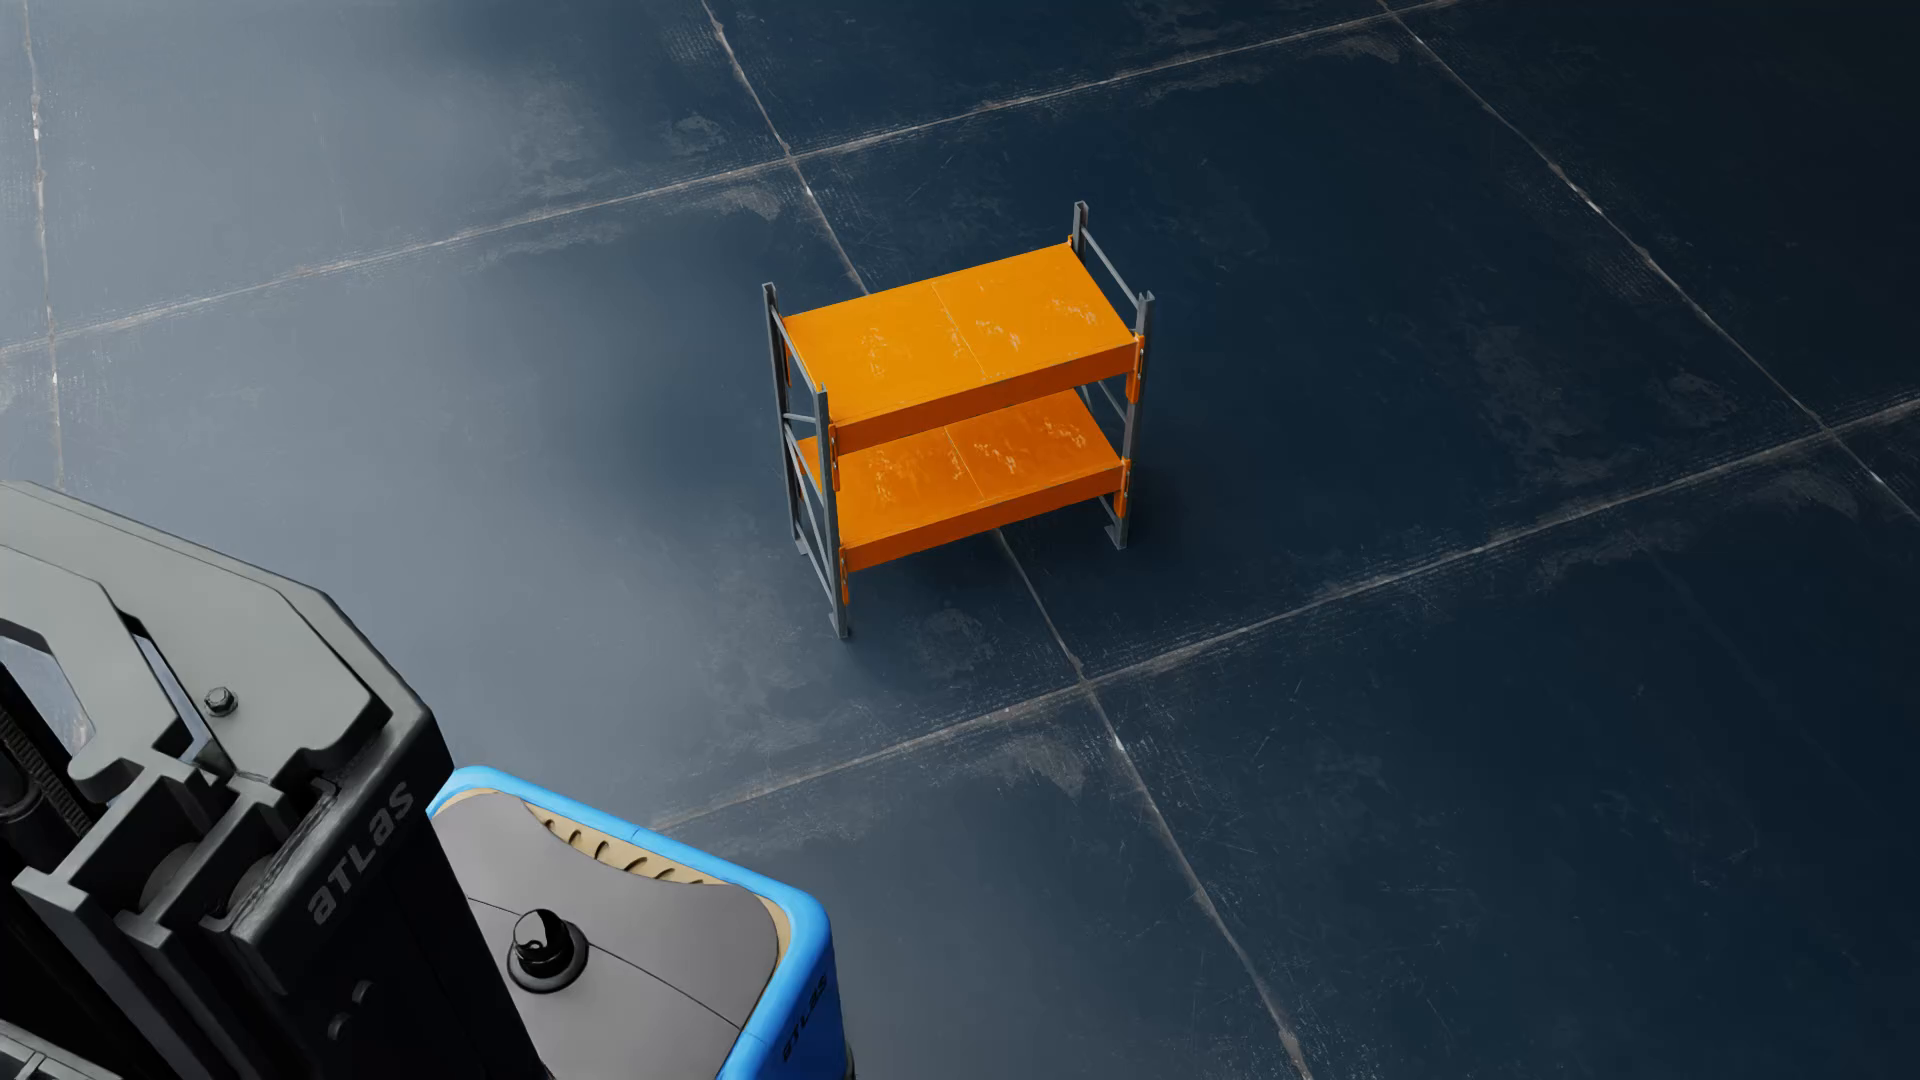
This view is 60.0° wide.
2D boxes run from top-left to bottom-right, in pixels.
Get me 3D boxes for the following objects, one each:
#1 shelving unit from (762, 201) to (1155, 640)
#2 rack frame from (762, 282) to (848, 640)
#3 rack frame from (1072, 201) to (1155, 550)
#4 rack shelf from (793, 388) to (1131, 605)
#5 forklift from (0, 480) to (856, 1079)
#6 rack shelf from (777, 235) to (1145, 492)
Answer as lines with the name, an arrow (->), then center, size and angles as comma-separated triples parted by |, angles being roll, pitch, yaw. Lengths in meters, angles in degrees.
shelving unit -> -0.006, -0.365, 5.322 | 1.048, 1.125, 0.538 | -17, 52, -14
rack frame -> -0.477, -0.219, 5.196 | 0.032, 1.125, 0.500 | -17, 52, -14
rack frame -> 0.464, -0.510, 5.447 | 0.032, 1.125, 0.500 | -17, 52, -14
rack shelf -> -0.006, -0.205, 5.507 | 1.000, 0.278, 0.538 | -17, 52, -14
forklift -> -1.318, 1.427, 2.592 | 1.130, 2.935, 3.031 | 18, 52, 15
rack shelf -> -0.006, -0.555, 5.100 | 1.000, 0.278, 0.538 | -17, 52, -14
